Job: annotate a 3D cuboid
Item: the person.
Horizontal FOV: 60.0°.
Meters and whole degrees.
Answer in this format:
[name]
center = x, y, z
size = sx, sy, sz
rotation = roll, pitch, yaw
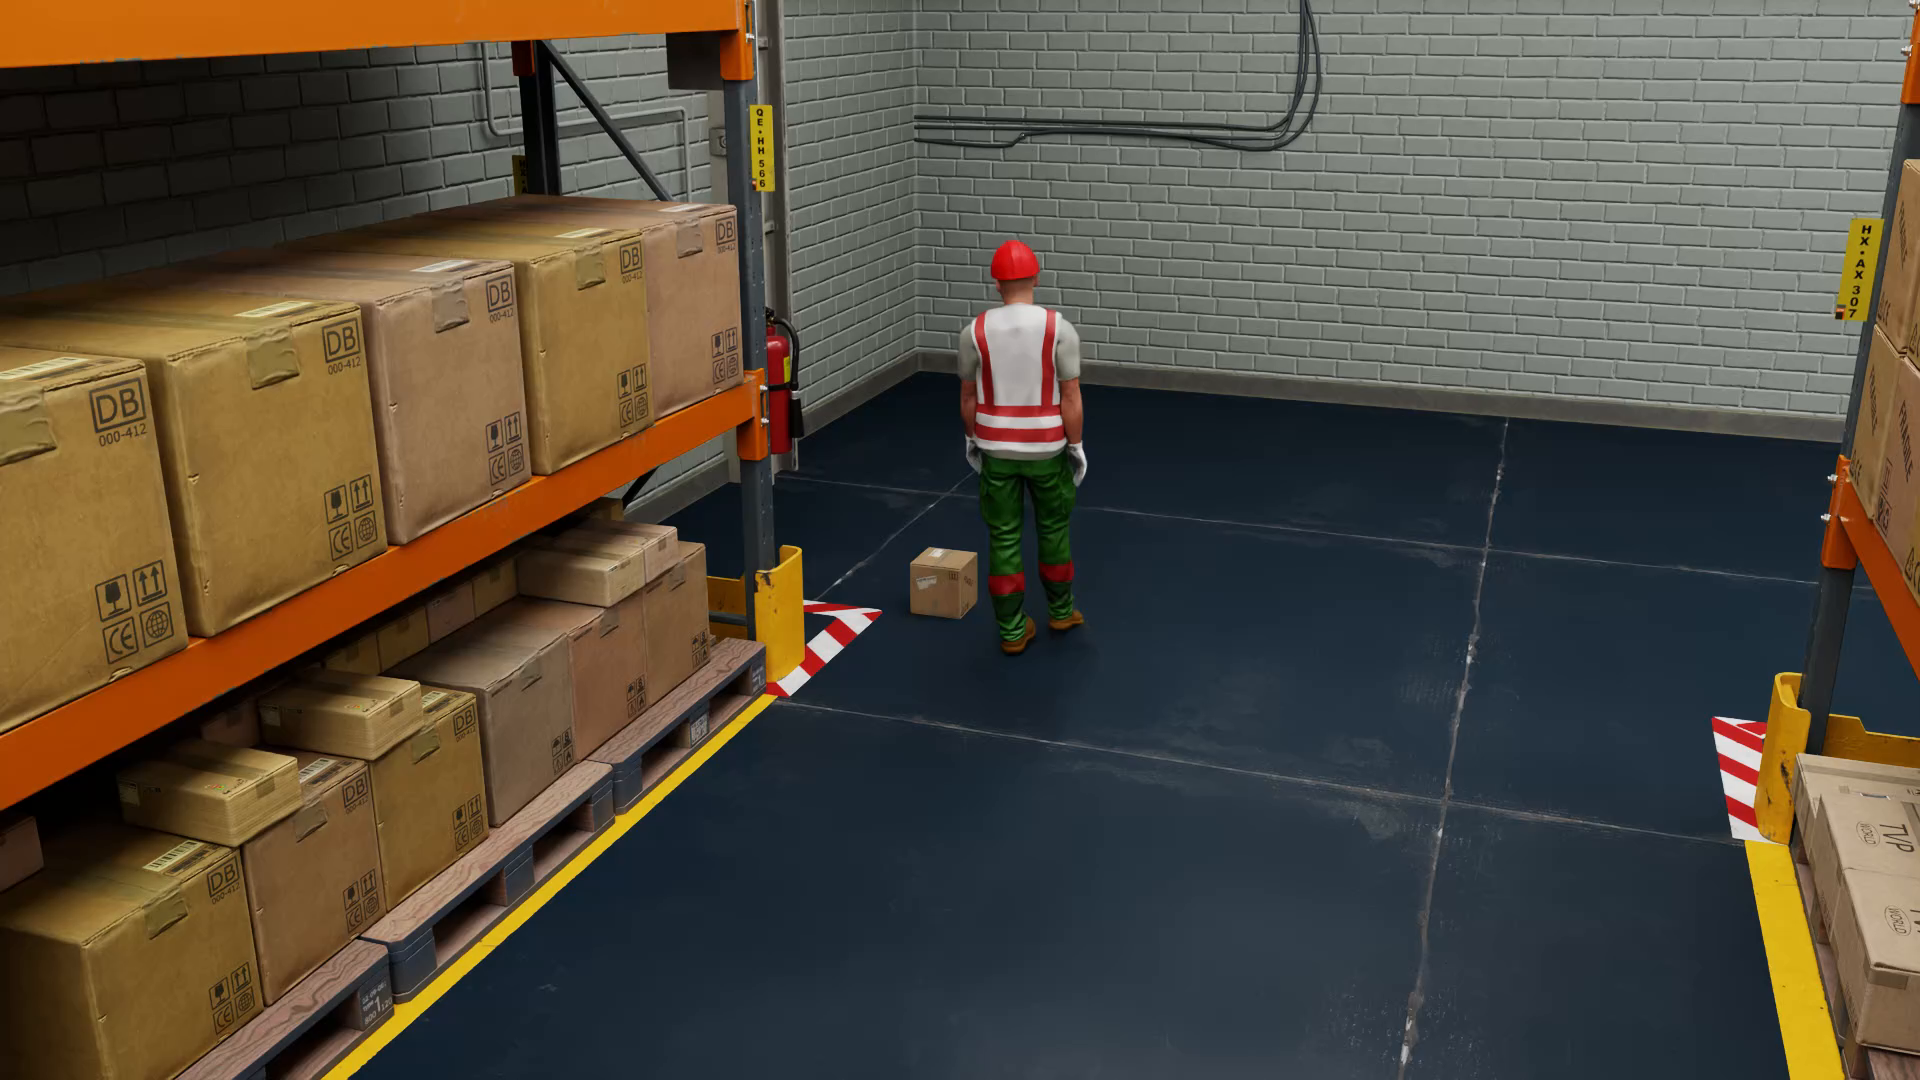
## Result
[person]
center = 0.280, -0.419, 7.262
size = 0.560, 1.799, 0.558
rotation = 2, 19, 5
